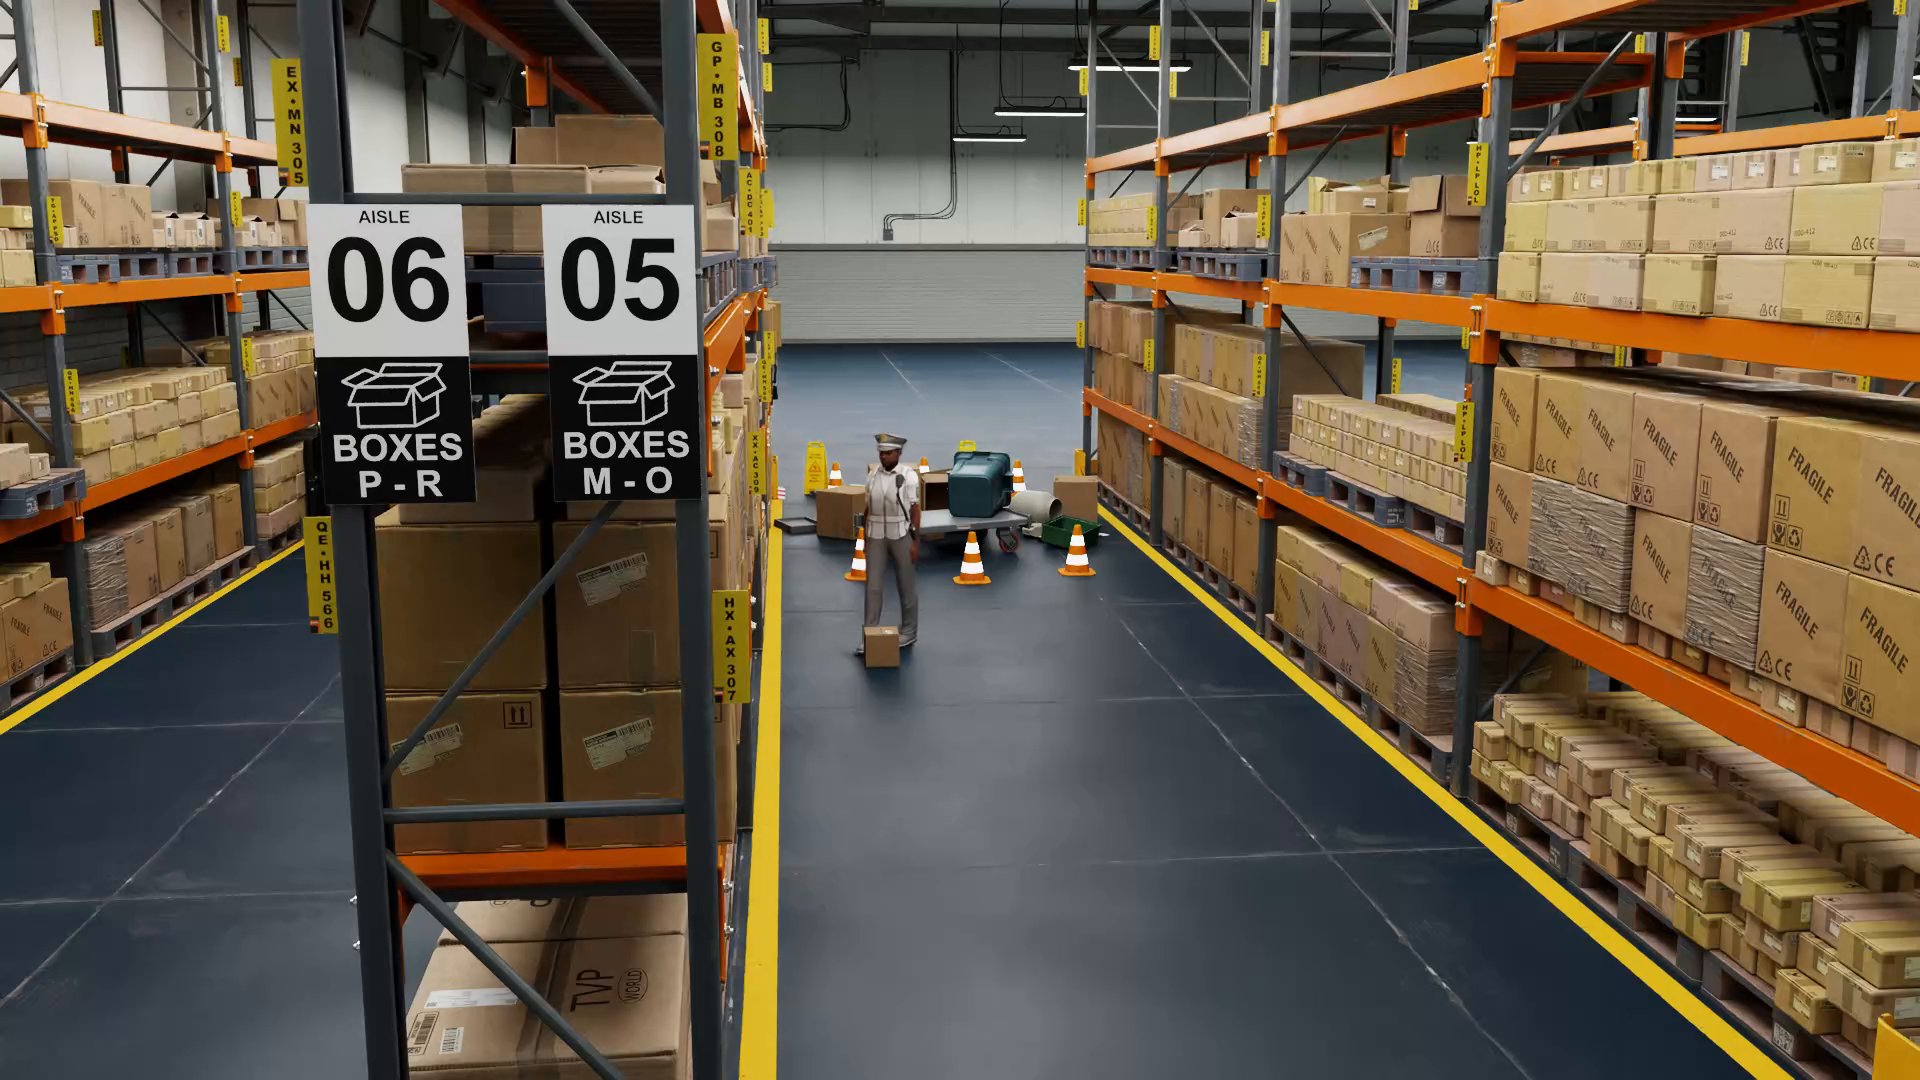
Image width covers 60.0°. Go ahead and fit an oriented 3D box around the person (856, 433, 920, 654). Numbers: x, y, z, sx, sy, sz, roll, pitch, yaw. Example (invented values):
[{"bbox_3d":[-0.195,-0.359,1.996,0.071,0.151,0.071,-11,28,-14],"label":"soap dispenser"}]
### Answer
[{"bbox_3d":[-0.552,0.015,12.743,0.451,1.674,0.549,3,10,15],"label":"person"}]
